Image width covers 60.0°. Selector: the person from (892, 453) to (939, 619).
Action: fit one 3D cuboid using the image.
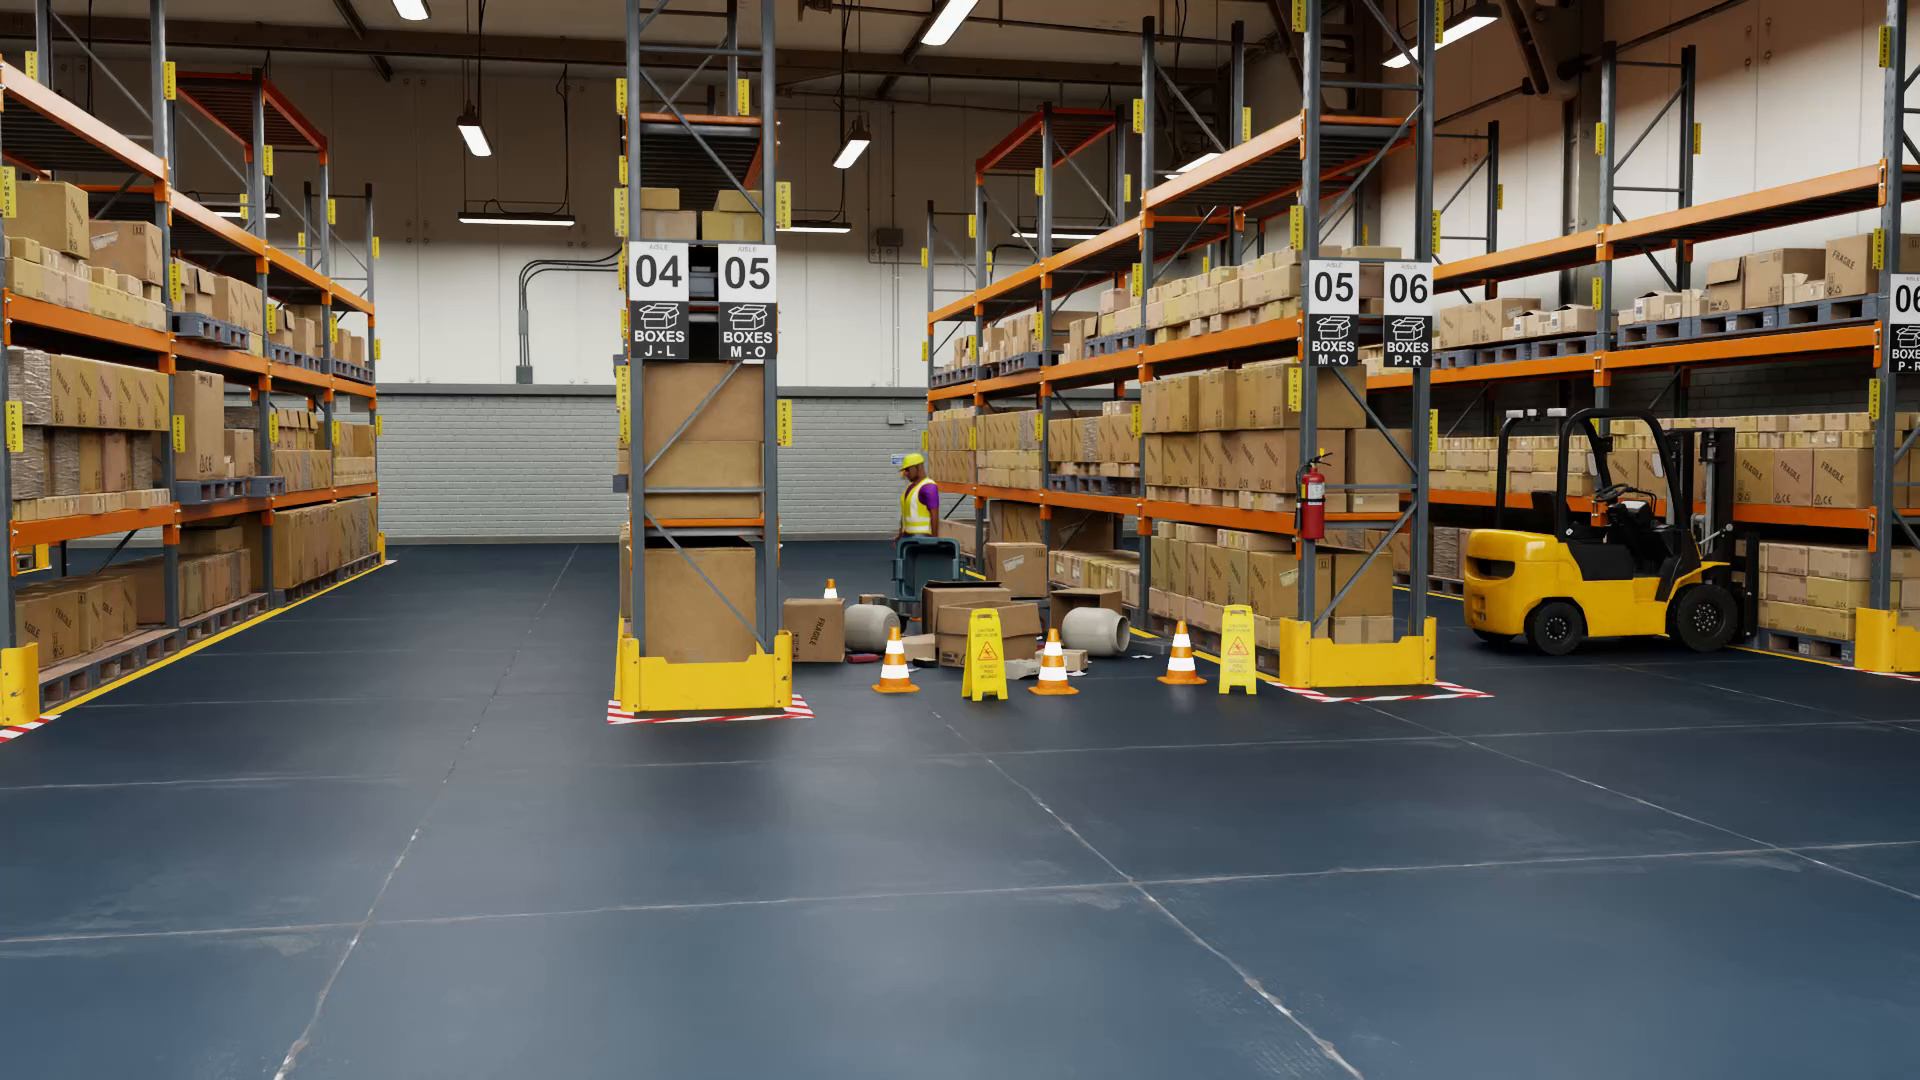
[{"bbox_3d":[-0.465,-0.050,17.712,0.703,1.746,0.583,-2,3,-27],"label":"person"}]
